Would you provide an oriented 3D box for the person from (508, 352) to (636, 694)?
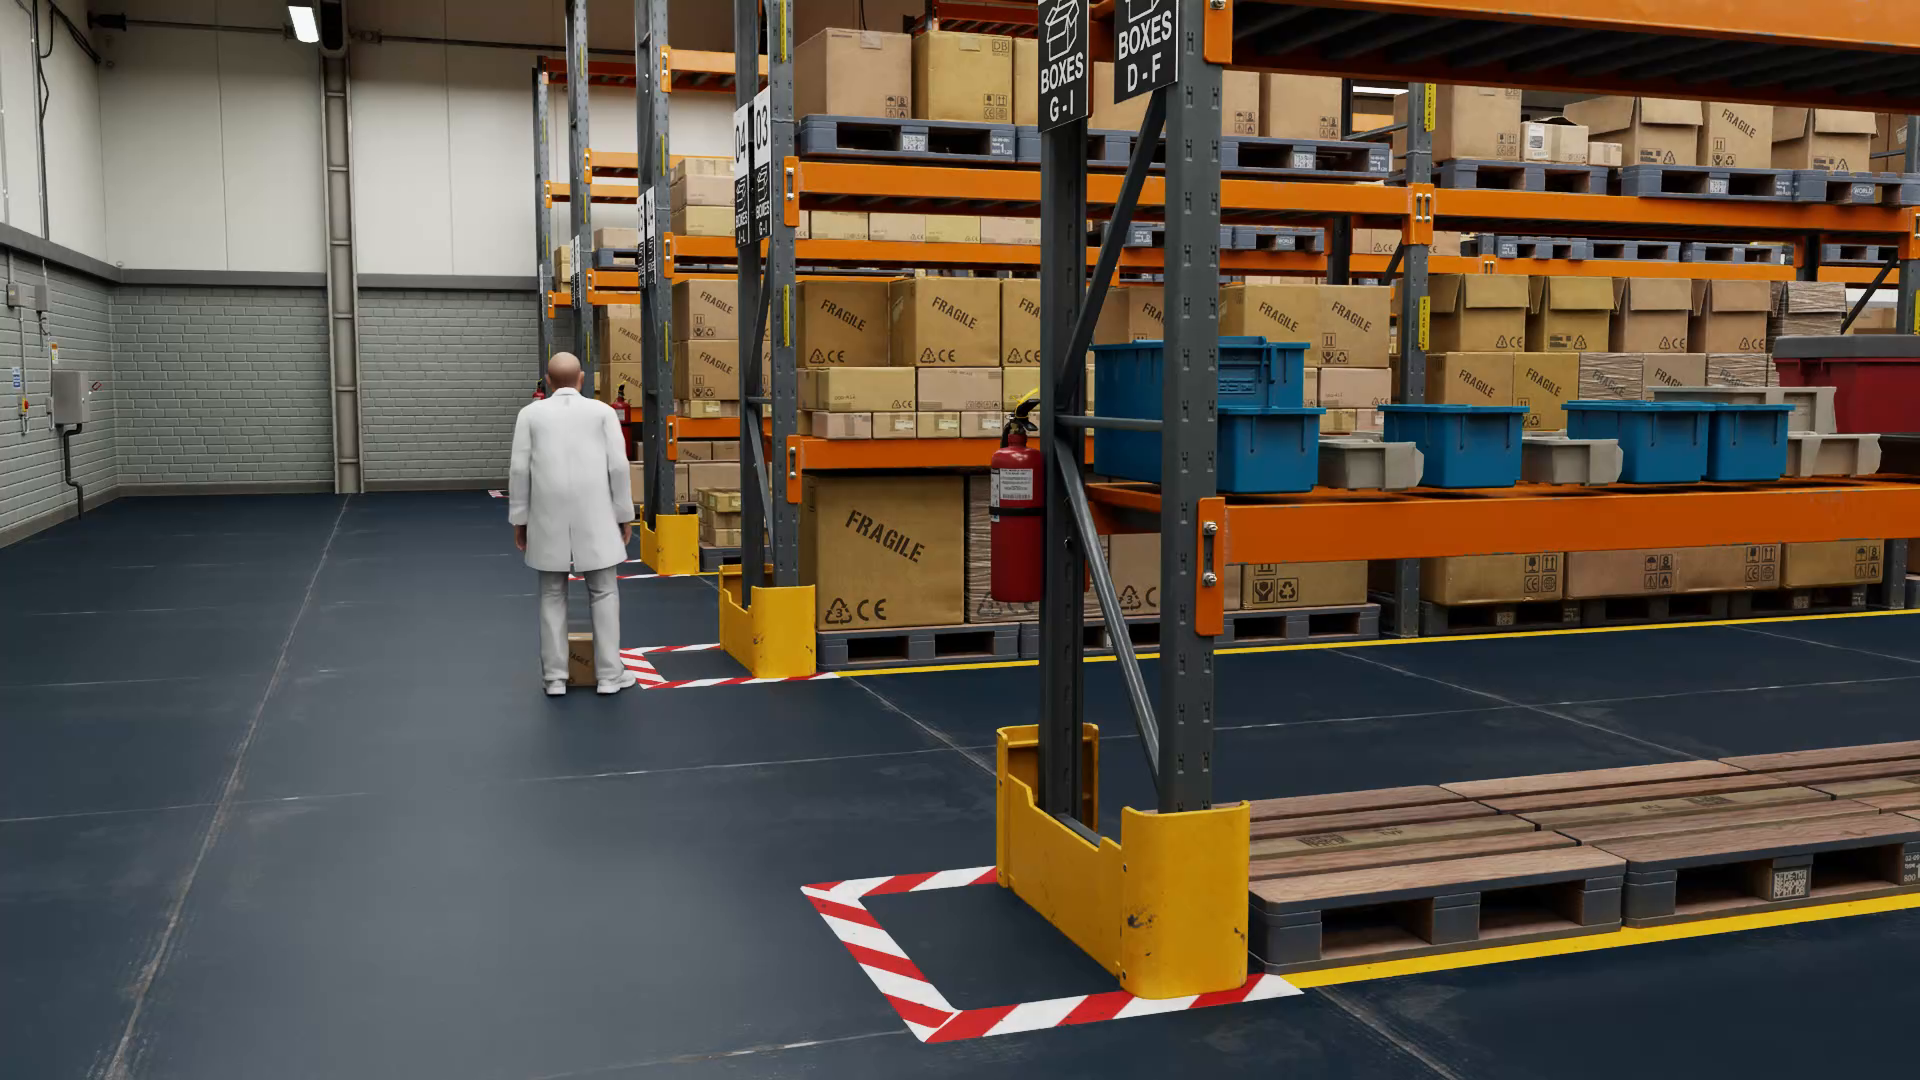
[{"bbox_3d":[-2.022,-0.089,8.670,0.645,1.772,0.429,-1,6,-8],"label":"person"}]
